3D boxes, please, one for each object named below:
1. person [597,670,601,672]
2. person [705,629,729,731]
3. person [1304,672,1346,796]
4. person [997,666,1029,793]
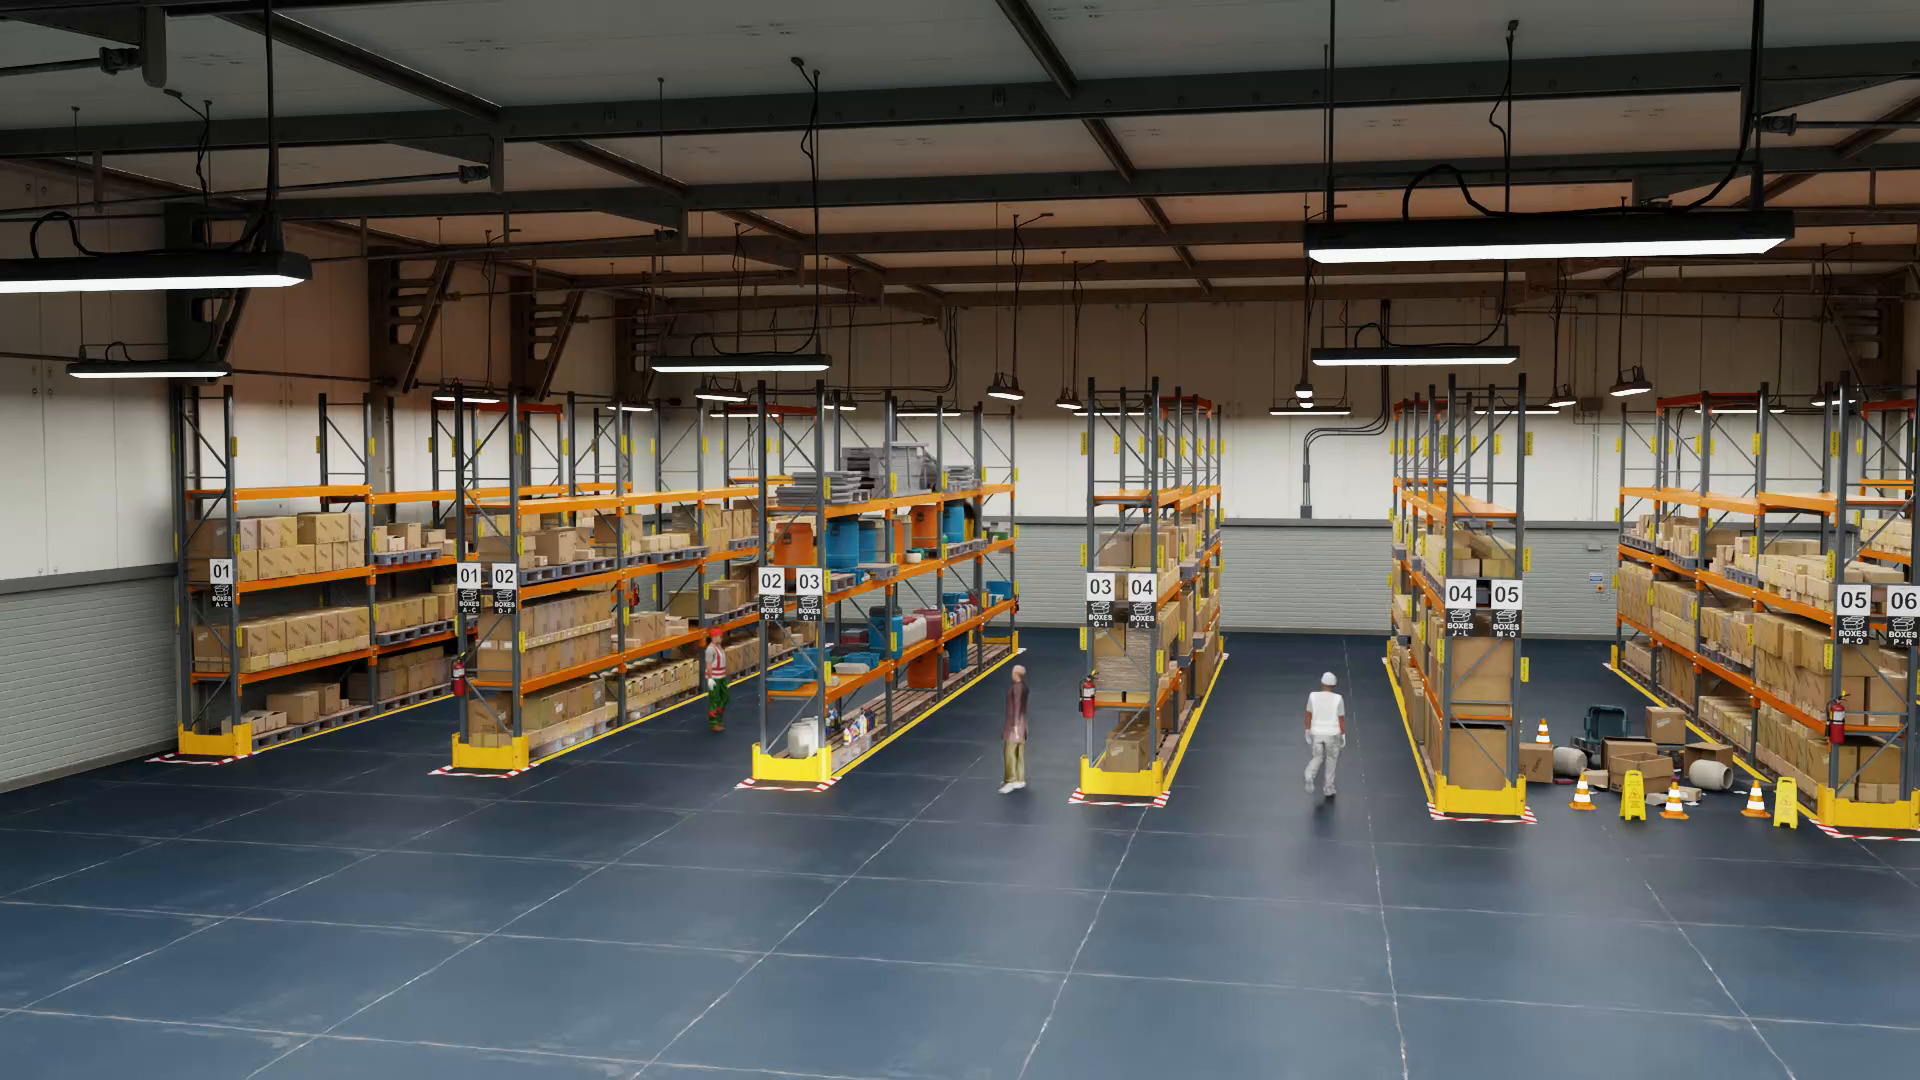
[{"bbox_3d":[-8.221,2.151,37.001,0.475,1.701,0.406,-2,4,-26],"label":"person"},{"bbox_3d":[-4.301,2.492,29.421,0.381,1.859,0.625,1,3,14],"label":"person"},{"bbox_3d":[5.199,2.774,23.707,0.554,1.777,0.670,3,4,41],"label":"person"},{"bbox_3d":[0.779,2.757,24.363,0.398,1.825,0.715,1,3,15],"label":"person"}]
